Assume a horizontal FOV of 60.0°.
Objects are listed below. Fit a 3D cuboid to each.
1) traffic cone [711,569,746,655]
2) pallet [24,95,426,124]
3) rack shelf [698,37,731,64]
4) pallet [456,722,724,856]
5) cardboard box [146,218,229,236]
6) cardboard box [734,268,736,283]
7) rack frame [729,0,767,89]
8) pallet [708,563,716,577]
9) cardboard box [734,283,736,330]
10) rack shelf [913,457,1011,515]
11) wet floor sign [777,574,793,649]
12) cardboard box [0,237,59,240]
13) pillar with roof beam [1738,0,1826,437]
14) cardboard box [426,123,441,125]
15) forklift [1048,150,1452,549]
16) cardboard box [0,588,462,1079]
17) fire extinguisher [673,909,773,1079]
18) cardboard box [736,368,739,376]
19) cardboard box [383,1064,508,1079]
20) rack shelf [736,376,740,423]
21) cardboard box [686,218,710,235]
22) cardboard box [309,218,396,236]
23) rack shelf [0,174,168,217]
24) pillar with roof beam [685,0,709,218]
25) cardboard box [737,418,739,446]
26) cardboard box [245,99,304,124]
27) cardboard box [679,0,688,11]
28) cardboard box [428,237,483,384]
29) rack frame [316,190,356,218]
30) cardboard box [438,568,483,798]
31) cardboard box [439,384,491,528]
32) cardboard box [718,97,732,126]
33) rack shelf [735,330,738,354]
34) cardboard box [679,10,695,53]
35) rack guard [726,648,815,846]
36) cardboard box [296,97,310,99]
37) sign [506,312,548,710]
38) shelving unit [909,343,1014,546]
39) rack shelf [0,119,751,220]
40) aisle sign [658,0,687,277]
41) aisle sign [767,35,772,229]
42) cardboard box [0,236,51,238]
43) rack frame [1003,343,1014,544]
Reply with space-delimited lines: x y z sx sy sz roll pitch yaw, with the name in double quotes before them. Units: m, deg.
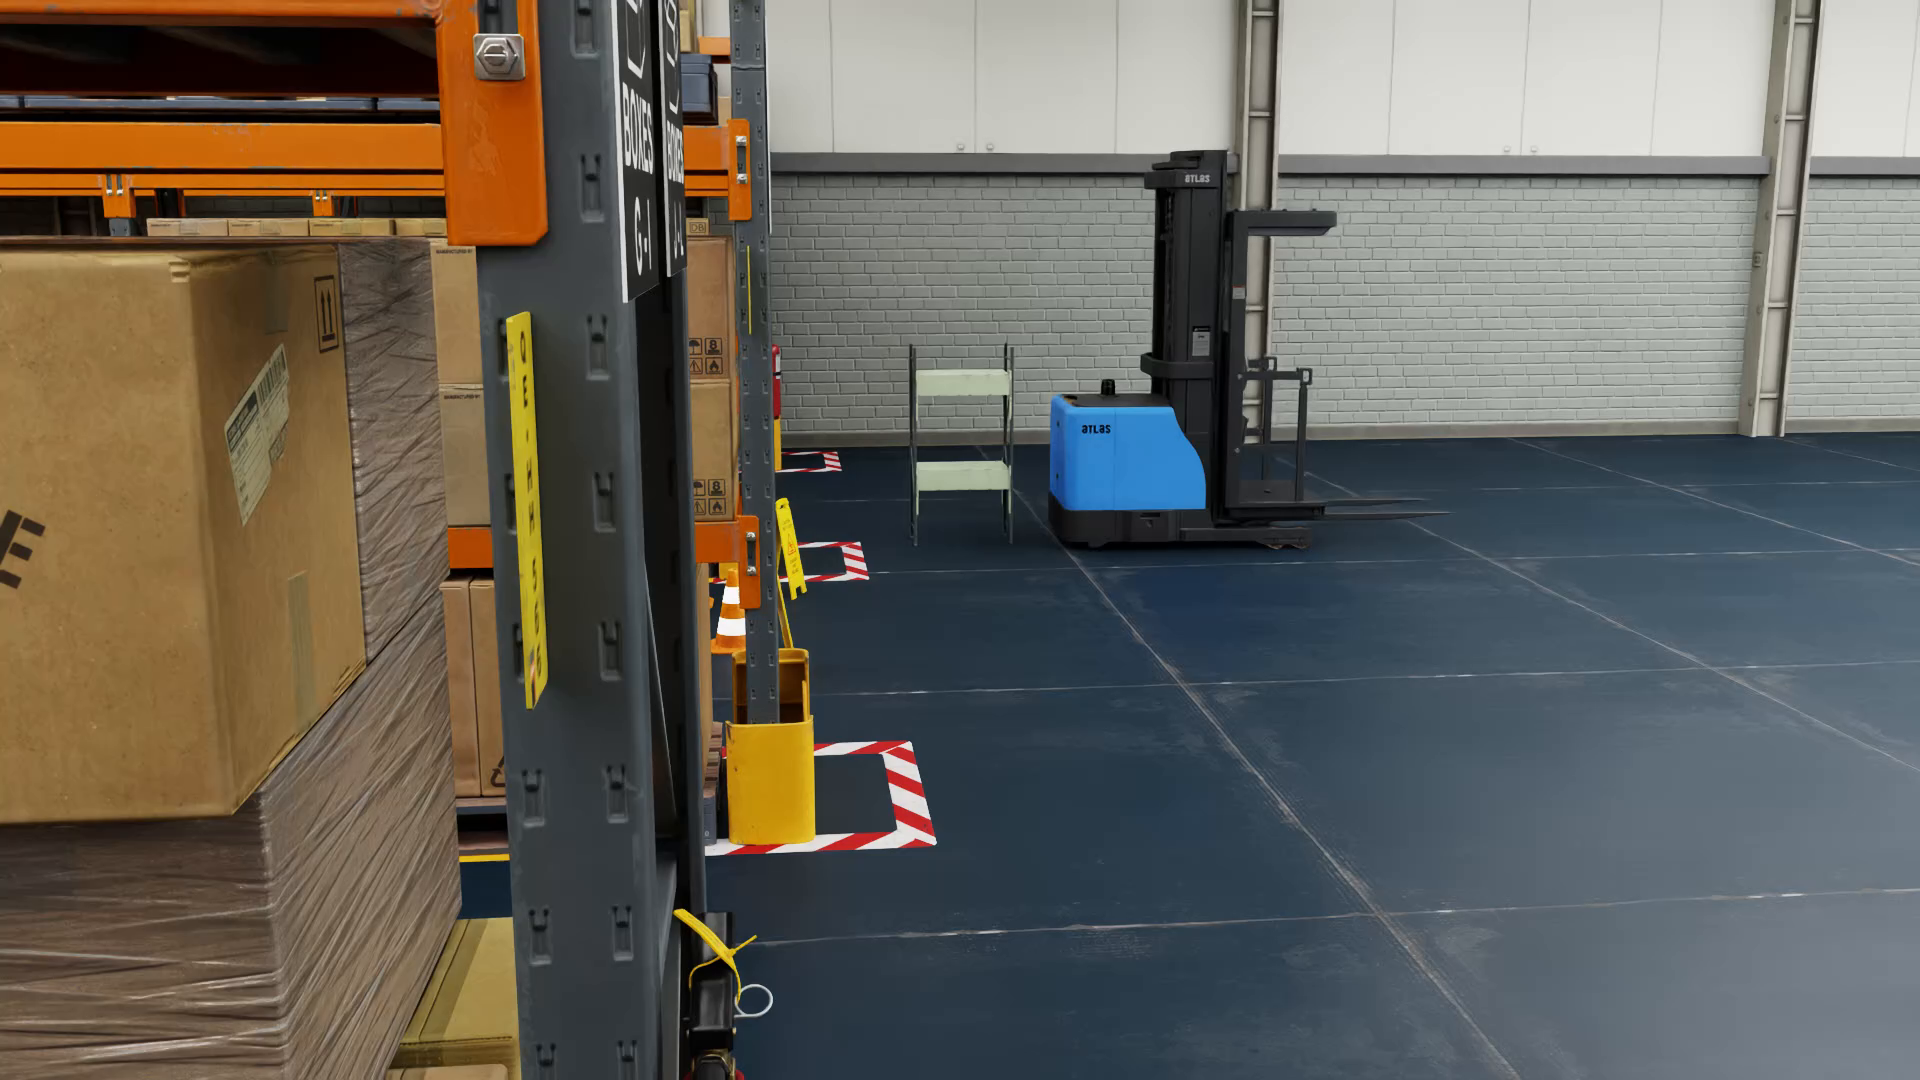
"traffic cone" -1.305 0.397 9.651 0.334 0.463 0.336 -1 11 -6
"pallet" -2.792 -1.748 6.437 1.213 0.211 1.003 -1 11 -6
"rack shelf" -4.003 -4.615 15.916 4.000 0.370 1.077 -1 11 -6
"pallet" -1.626 1.037 7.047 1.213 0.211 1.003 -1 11 -6
"cardboard box" -4.990 -1.880 11.033 0.500 0.500 0.700 -1 11 -7
"cardboard box" -2.380 -2.672 16.743 0.250 0.149 0.380 -1 11 -8
"rack frame" -0.840 -3.307 6.360 0.127 3.000 1.000 -1 11 -6
"pallet" -2.362 0.070 11.966 1.213 0.211 1.003 -1 11 -6
"cardboard box" -2.537 -2.354 16.807 0.500 0.500 0.500 -1 11 -4
"rack shelf" 0.007 -0.416 12.787 0.720 0.370 0.431 -1 11 -6
"wet floor sign" -1.025 0.412 9.101 0.232 0.644 0.267 -3 12 -16
"cardboard box" -1.478 -0.127 2.117 0.500 0.500 0.500 -1 11 -6
"pillar with roof beam" 9.591 -4.789 13.897 0.400 9.000 9.100 -1 11 -6
"cardboard box" -3.472 -2.759 10.969 0.500 0.250 0.500 -1 11 -6
"forklift" 2.247 -1.471 12.754 3.031 2.935 1.130 -1 11 -4
"cardboard box" -0.954 0.401 2.020 0.500 0.500 0.875 -1 11 -6
"fire extinguisher" -0.241 0.714 1.660 0.183 0.674 0.296 -1 11 -6
"cardboard box" -2.438 -1.540 16.374 0.500 0.250 0.500 -1 11 -4
"cardboard box" -0.665 0.759 1.883 0.250 0.149 0.380 -1 11 -6
"rack shelf" -3.463 -0.916 11.614 4.000 0.370 1.077 -1 11 -6
"cardboard box" -1.959 -1.943 11.355 0.500 0.500 0.700 -1 11 -7
"cardboard box" -3.978 -1.892 11.093 0.500 0.500 0.700 -1 11 -7
"rack shelf" -7.440 -2.304 10.901 4.000 0.370 1.077 -1 11 -6
"pillar with roof beam" -2.339 -4.539 12.626 0.400 9.000 9.100 -1 11 -6
"cardboard box" -2.447 -1.049 16.465 0.500 0.250 0.500 -1 11 -6
"cardboard box" -4.473 -2.740 10.873 0.500 0.250 0.500 -1 11 -7
"cardboard box" -1.296 -2.099 6.261 0.500 0.250 0.500 -1 11 -5
"cardboard box" -1.750 -0.937 6.671 0.550 0.550 0.875 -1 11 -6
"rack frame" -5.991 -2.179 16.175 0.127 3.000 1.000 -1 11 -6
"cardboard box" -2.381 0.519 6.872 0.875 0.875 0.875 -1 11 -7
"cardboard box" -1.748 -0.405 6.762 0.550 0.550 0.875 -1 11 -6
"cardboard box" -2.428 -3.982 15.965 0.500 0.500 0.500 -1 11 -4
"rack shelf" -4.003 -1.867 16.456 4.000 0.370 1.077 -1 11 -6
"cardboard box" -1.134 -1.895 6.258 0.250 0.149 0.380 -1 11 -6
"rack guard" -0.816 0.863 7.183 0.348 0.500 1.175 -1 11 -6
"cardboard box" -4.320 -2.926 10.783 0.250 0.149 0.380 -1 11 -7
"sign" -0.364 -0.026 1.404 0.005 0.325 0.100 -1 11 -6
"shelving unit" 0.007 -0.736 12.724 0.755 1.500 0.431 -1 11 -6
"rack shelf" -2.828 -1.440 6.507 4.000 0.370 1.077 -1 11 -6
"aisle sign" -0.375 -0.744 2.138 0.004 0.787 0.394 -1 11 -6
"aisle sign" -0.802 -1.698 6.988 0.004 0.787 0.394 -1 11 -6
"cardboard box" -3.911 -0.918 6.574 0.550 0.550 0.875 -1 11 -6
"rack frame" 0.371 -0.744 12.763 0.023 1.500 0.400 -1 11 -6
